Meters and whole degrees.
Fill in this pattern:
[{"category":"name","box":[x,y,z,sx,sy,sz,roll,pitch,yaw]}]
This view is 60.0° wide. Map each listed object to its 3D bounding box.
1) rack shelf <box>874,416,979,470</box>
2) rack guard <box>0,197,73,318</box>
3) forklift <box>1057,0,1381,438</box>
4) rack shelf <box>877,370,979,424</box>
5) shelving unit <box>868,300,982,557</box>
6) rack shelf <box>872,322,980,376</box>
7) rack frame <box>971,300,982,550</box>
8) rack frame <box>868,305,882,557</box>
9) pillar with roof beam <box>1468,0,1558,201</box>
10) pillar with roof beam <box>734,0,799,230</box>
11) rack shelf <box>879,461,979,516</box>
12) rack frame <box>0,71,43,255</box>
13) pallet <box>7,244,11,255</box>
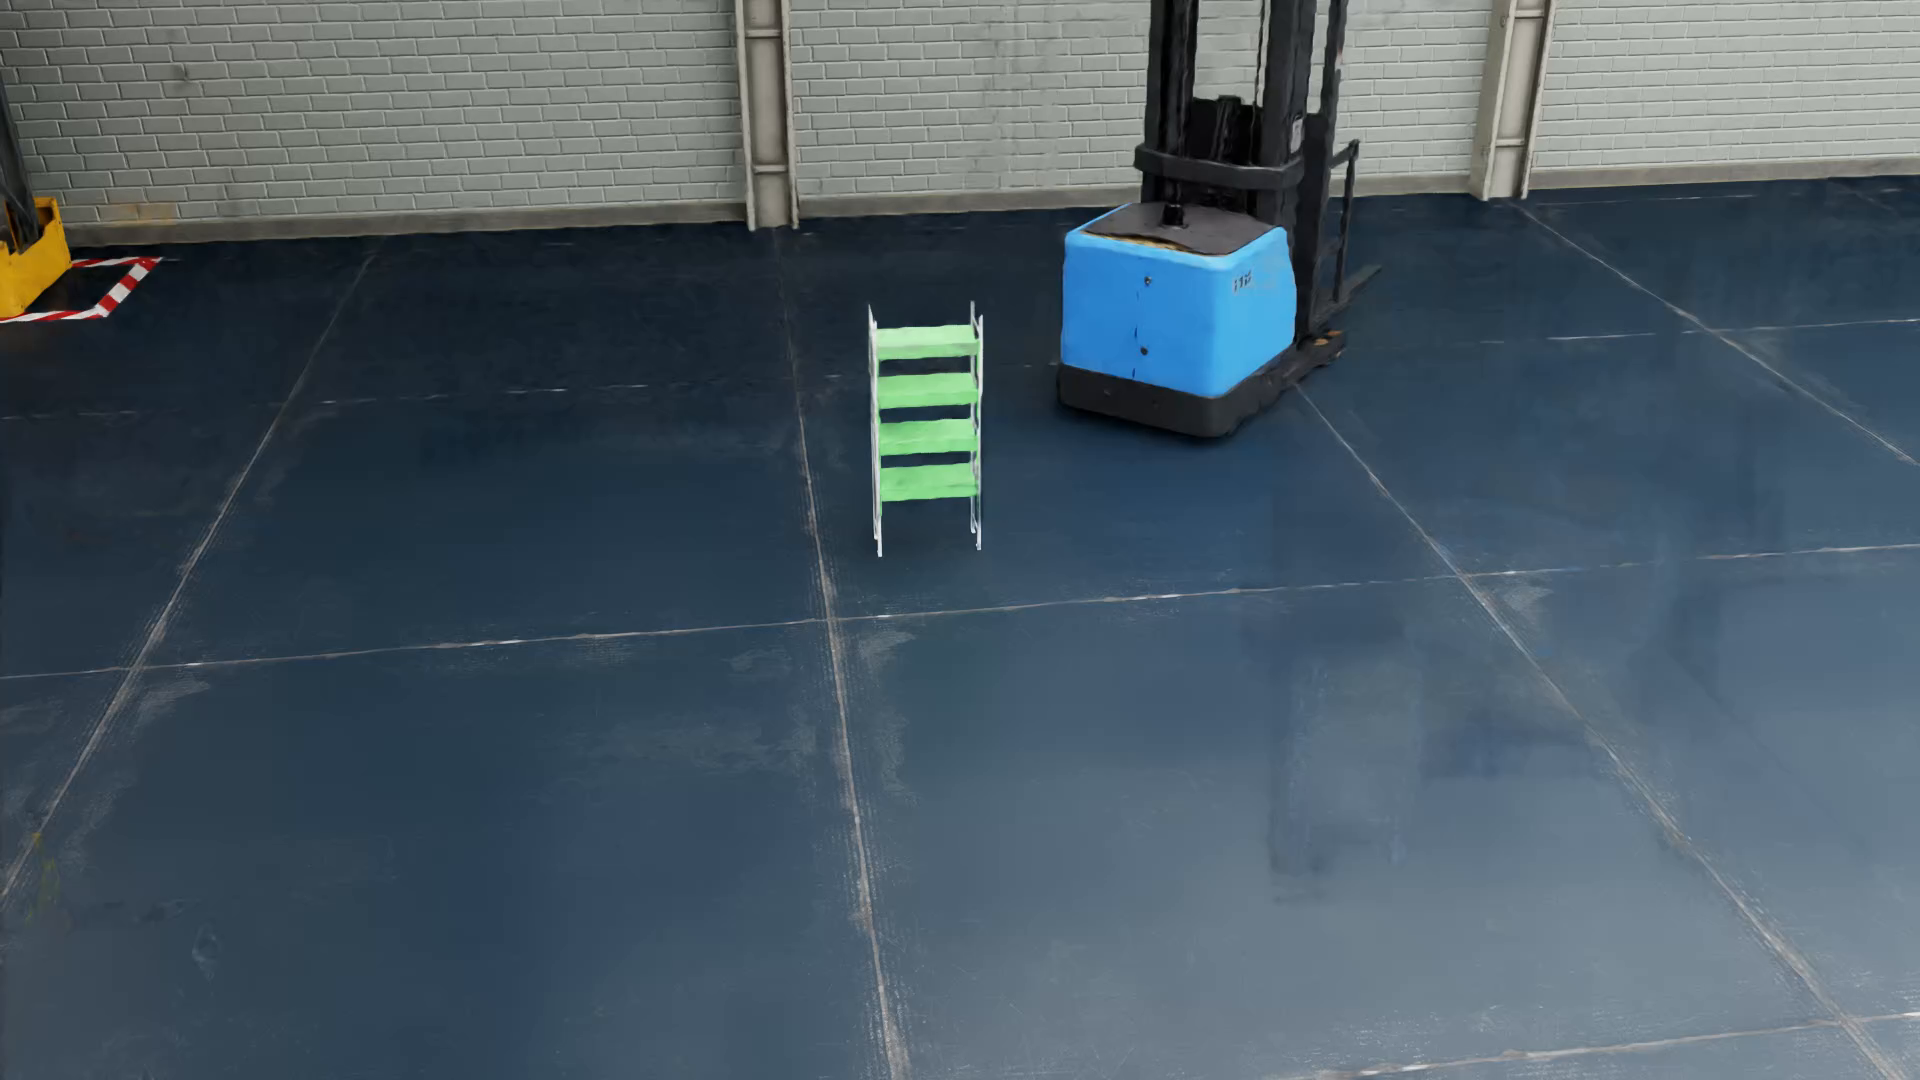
[{"category":"rack shelf","box":[-0.164,-0.466,7.985,0.480,0.148,0.258,-4,27,-7]},{"category":"rack guard","box":[-6.577,-1.971,11.544,0.348,0.500,1.175,-4,27,-7]},{"category":"forklift","box":[1.791,-2.495,9.901,1.130,2.935,3.031,17,31,29]},{"category":"rack shelf","box":[-0.164,-0.680,7.875,0.480,0.148,0.258,-4,27,-7]},{"category":"shelving unit","box":[-0.164,-0.523,7.956,0.503,1.200,0.258,-4,27,-7]},{"category":"rack shelf","box":[-0.164,-0.893,7.766,0.480,0.148,0.258,-4,27,-7]},{"category":"rack frame","box":[0.078,-0.539,7.986,0.015,1.200,0.240,-4,27,-7]},{"category":"rack frame","box":[-0.406,-0.508,7.925,0.015,1.200,0.240,-4,27,-7]},{"category":"pillar with roof beam","box":[5.067,-4.931,8.003,0.400,9.000,9.100,-4,27,-7]},{"category":"pillar with roof beam","box":[-0.875,-4.549,7.259,0.400,9.000,9.100,-4,27,-7]},{"category":"rack shelf","box":[-0.164,-0.253,8.094,0.480,0.148,0.258,-4,27,-7]},{"category":"rack frame","box":[-6.601,-3.082,10.970,0.127,3.000,1.000,-4,27,-7]},{"category":"pallet","box":[-7.352,-1.774,11.475,1.213,0.211,1.003,-4,27,-7]}]
